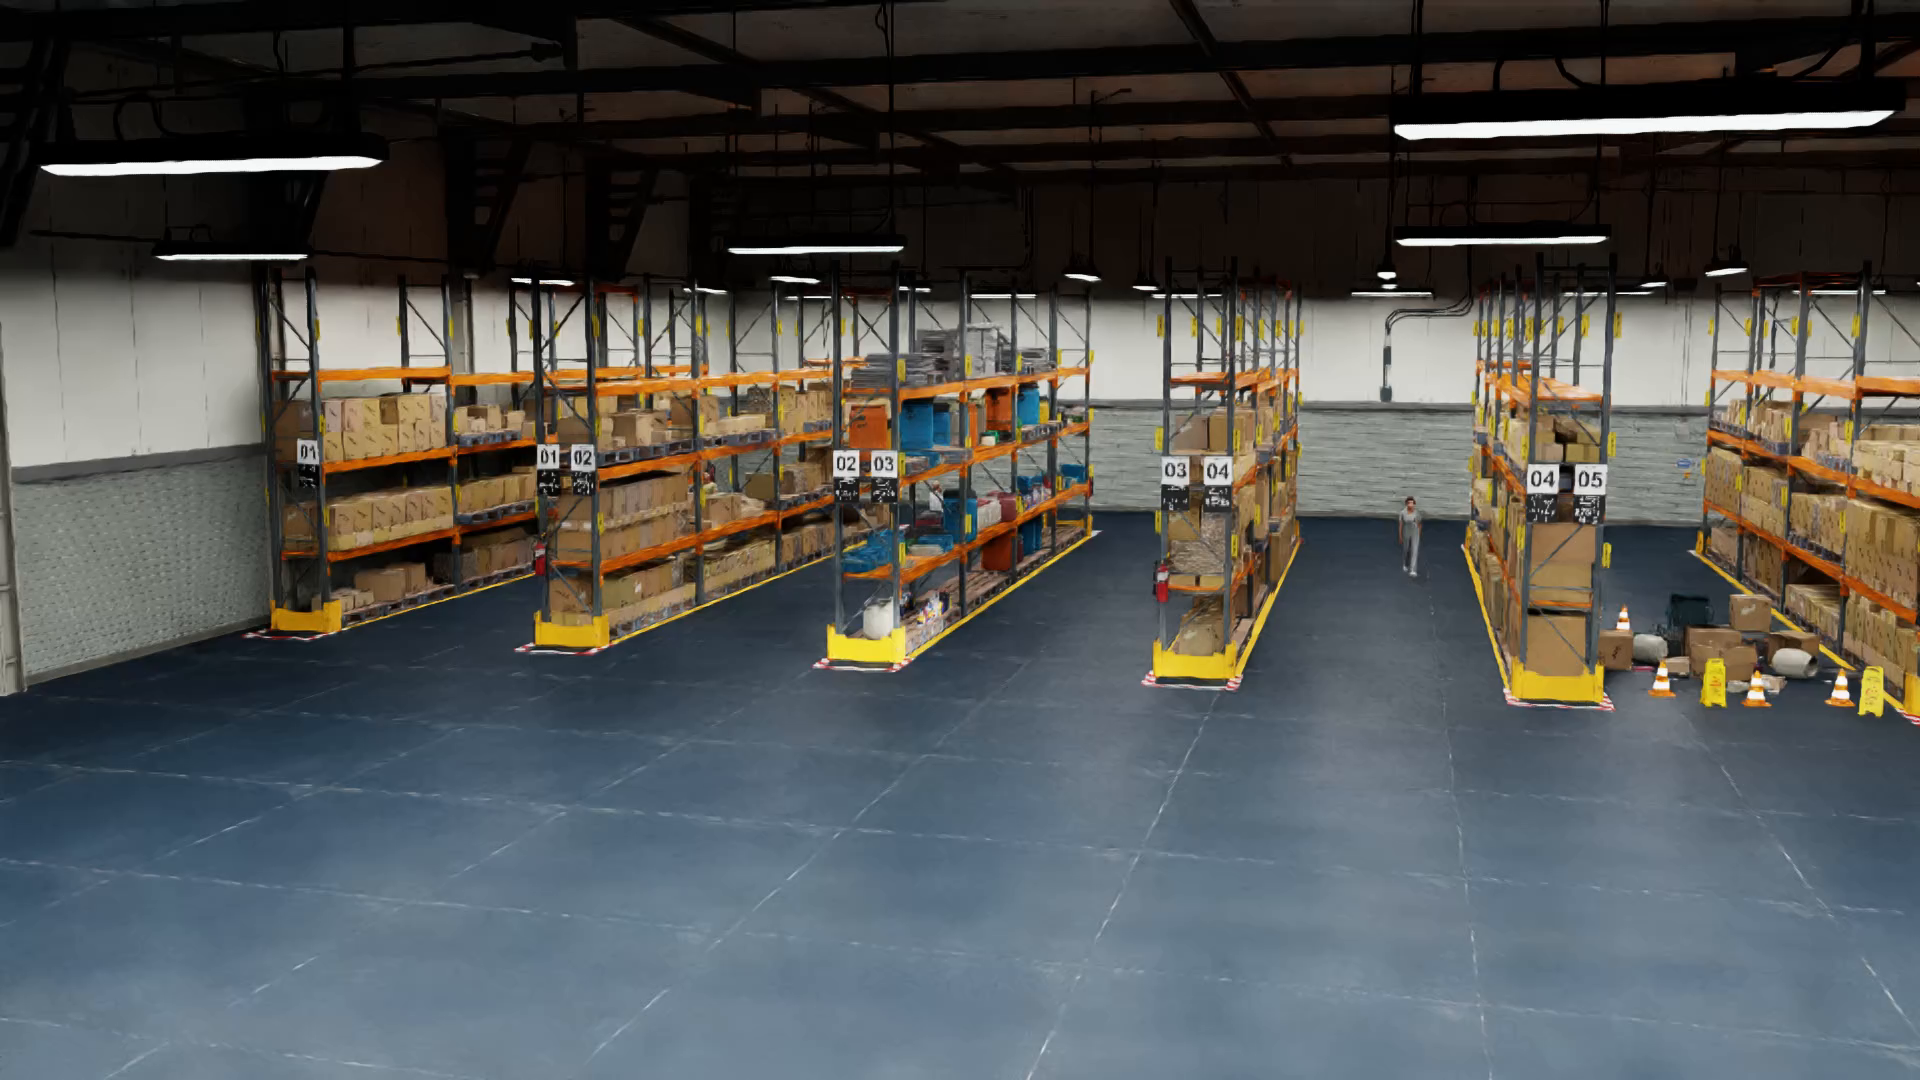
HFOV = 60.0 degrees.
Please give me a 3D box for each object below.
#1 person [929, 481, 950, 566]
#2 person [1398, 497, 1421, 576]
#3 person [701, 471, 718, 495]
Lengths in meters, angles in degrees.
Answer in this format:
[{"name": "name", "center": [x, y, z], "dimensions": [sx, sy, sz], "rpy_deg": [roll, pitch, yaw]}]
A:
[{"name": "person", "center": [-0.436, -0.368, 35.268], "dimensions": [0.505, 1.788, 0.640], "rpy_deg": [-2, 8, -16]}, {"name": "person", "center": [9.155, -0.098, 33.897], "dimensions": [0.446, 1.590, 1.109], "rpy_deg": [2, 8, 17]}, {"name": "person", "center": [-6.019, -0.867, 39.951], "dimensions": [0.456, 1.612, 1.019], "rpy_deg": [2, 7, 13]}]
